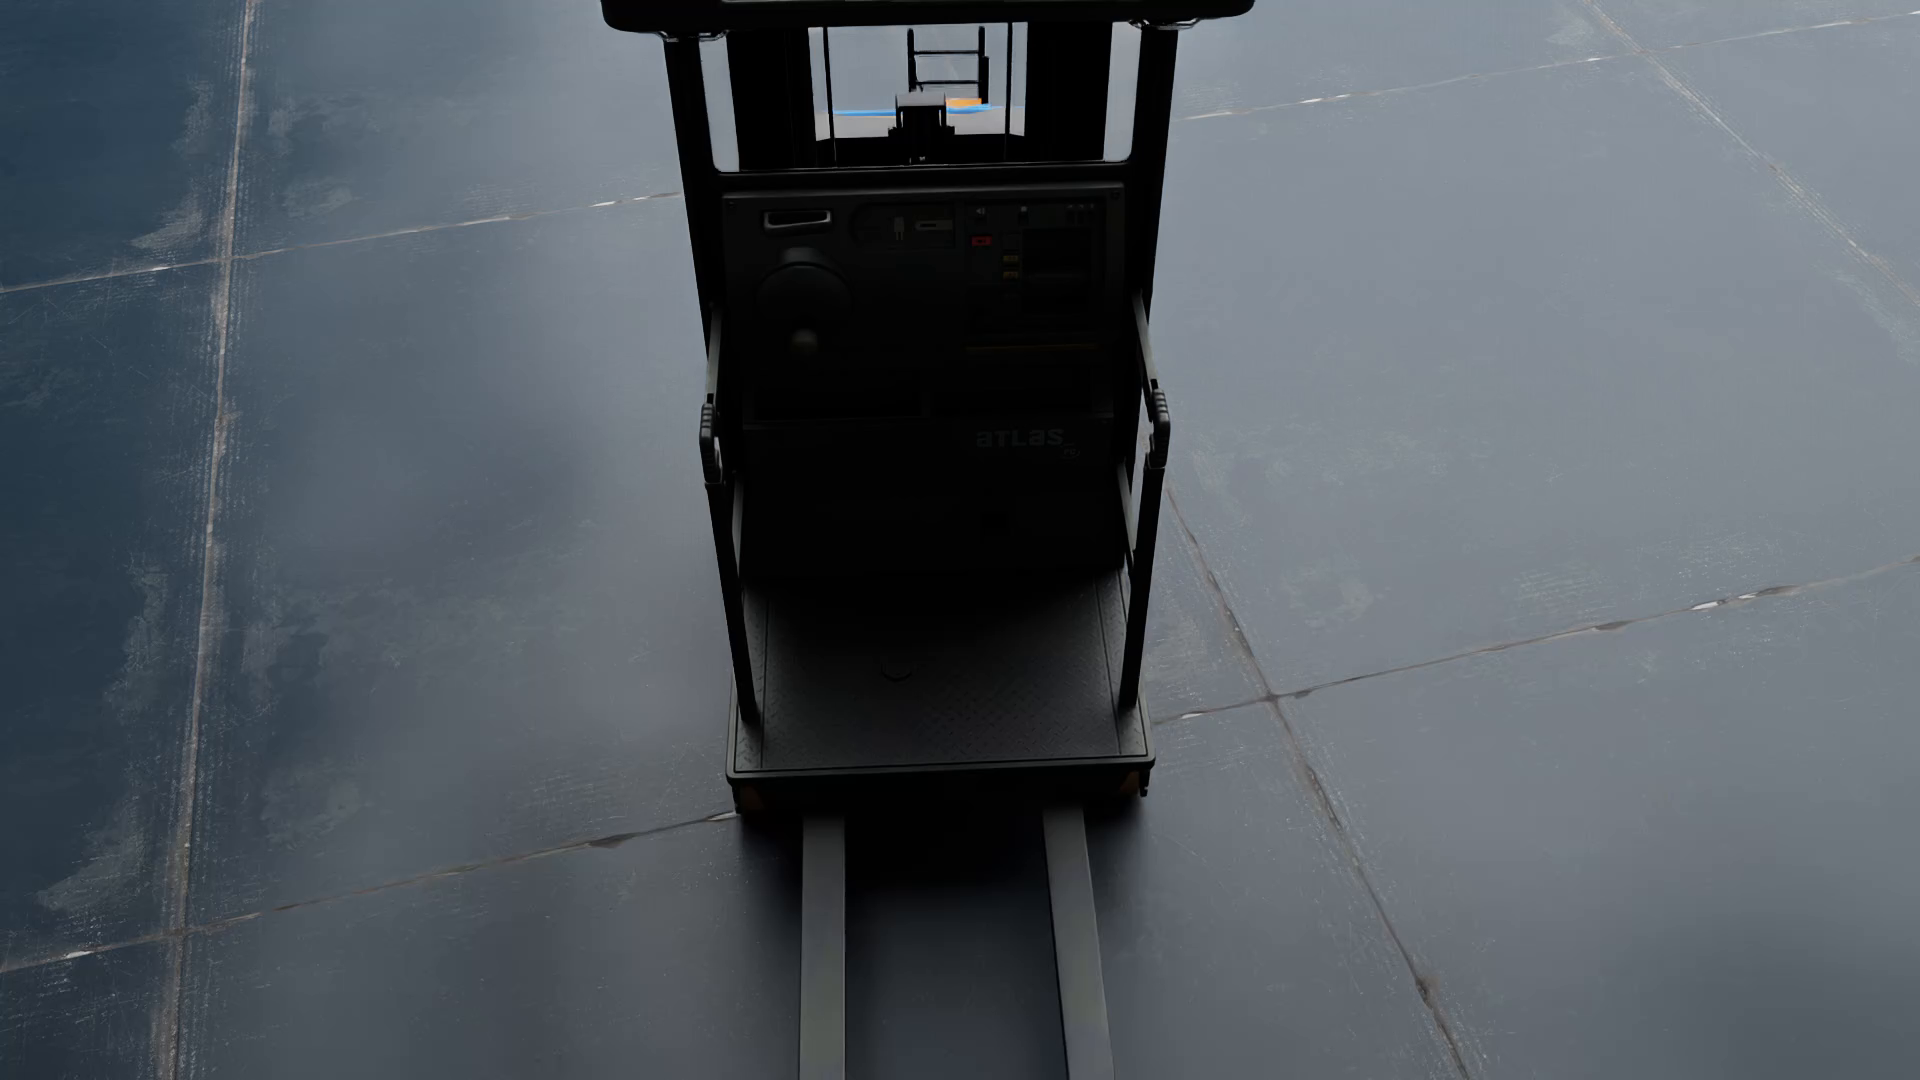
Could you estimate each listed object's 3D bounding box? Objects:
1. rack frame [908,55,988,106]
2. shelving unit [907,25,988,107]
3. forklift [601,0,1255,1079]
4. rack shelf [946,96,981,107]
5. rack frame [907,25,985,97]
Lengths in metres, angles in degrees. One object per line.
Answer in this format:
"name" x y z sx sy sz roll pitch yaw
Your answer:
"rack frame" -0.034 -1.026 5.412 0.240 1.200 0.006 -2 45 -2
"shelving unit" -0.039 -1.091 5.477 0.258 1.200 0.189 -2 45 -2
"forklift" -0.069 -0.536 3.723 1.130 2.935 3.031 -2 46 -2
"rack shelf" -0.039 -1.315 5.255 0.258 0.103 0.180 -2 45 -2
"rack frame" -0.043 -1.155 5.542 0.240 1.200 0.006 -2 45 -2
